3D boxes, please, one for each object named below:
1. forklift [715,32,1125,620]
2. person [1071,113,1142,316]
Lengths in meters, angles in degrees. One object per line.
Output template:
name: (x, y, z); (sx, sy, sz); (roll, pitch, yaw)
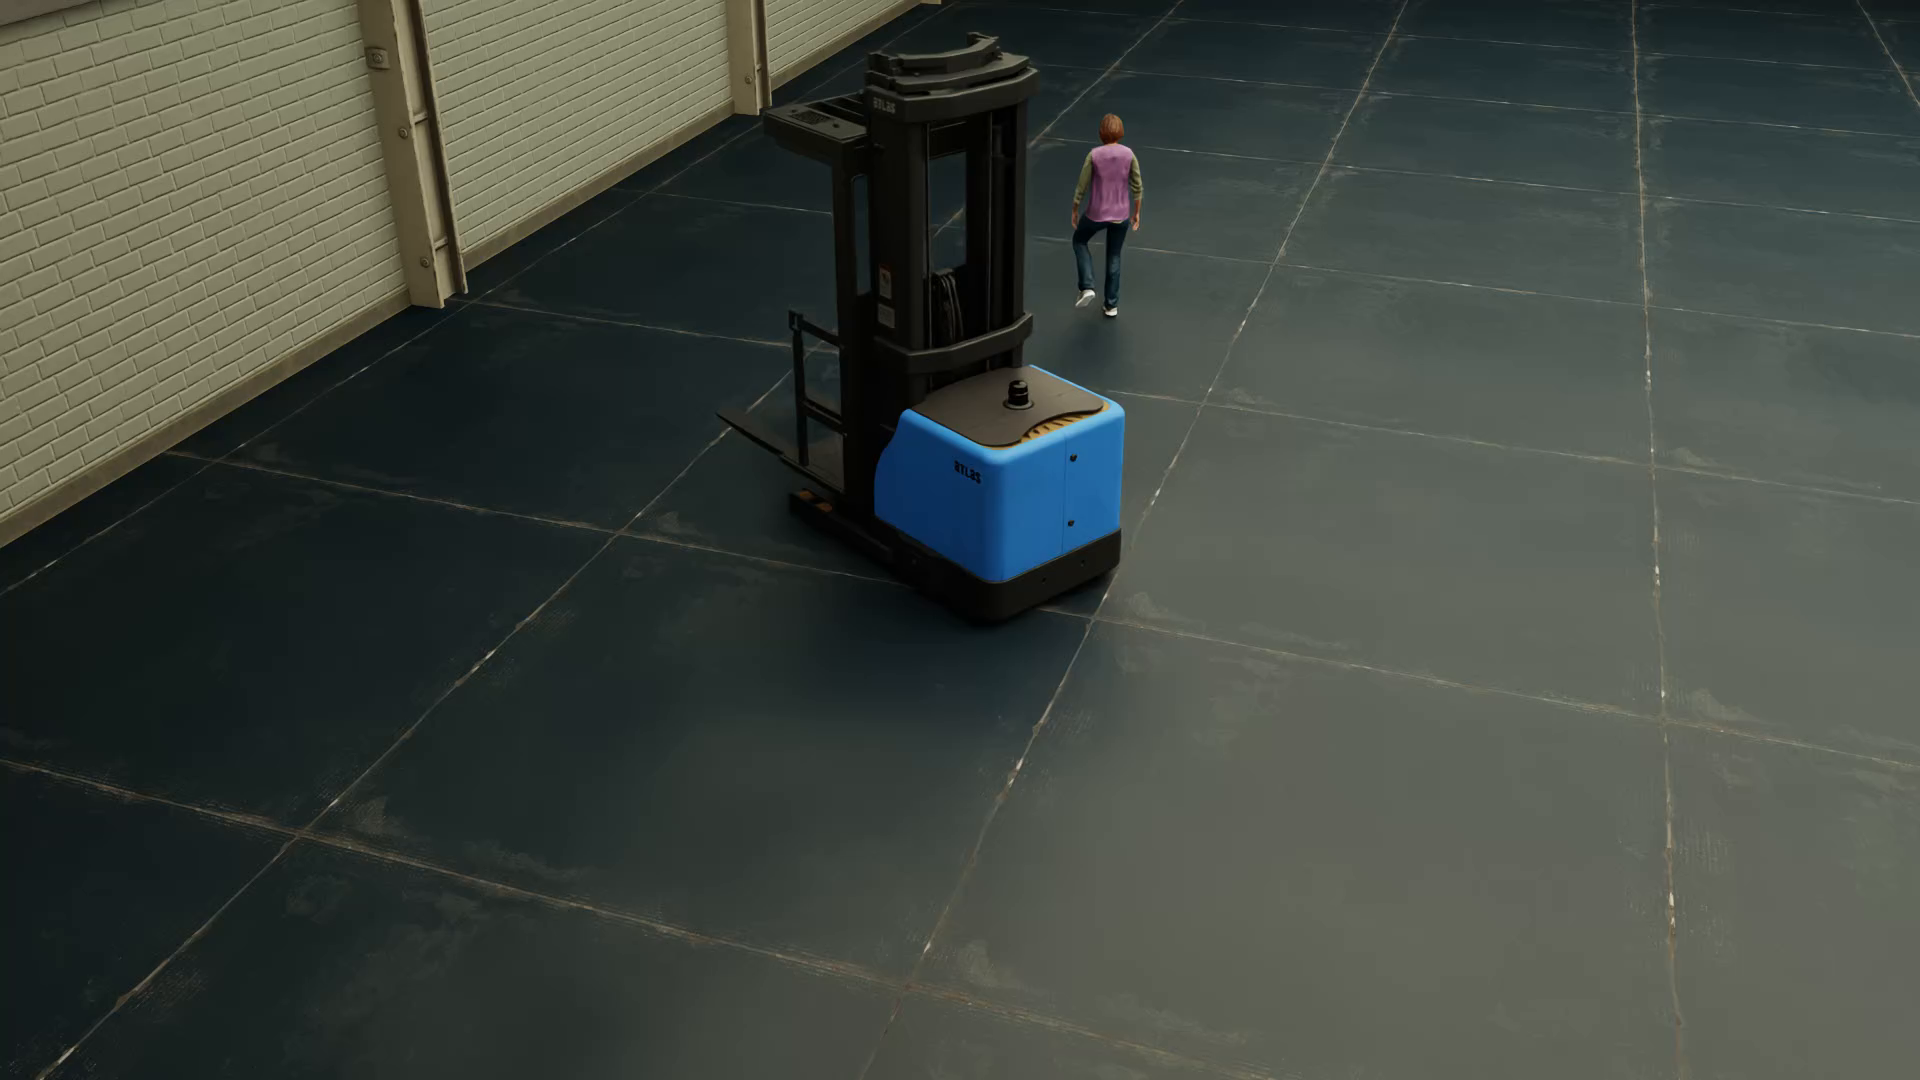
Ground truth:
forklift: (-0.408, -1.484, 9.740); (1.130, 2.935, 3.031); (-23, 37, -34)
person: (1.125, -2.539, 12.960); (0.534, 1.578, 0.425); (-5, 30, -8)
